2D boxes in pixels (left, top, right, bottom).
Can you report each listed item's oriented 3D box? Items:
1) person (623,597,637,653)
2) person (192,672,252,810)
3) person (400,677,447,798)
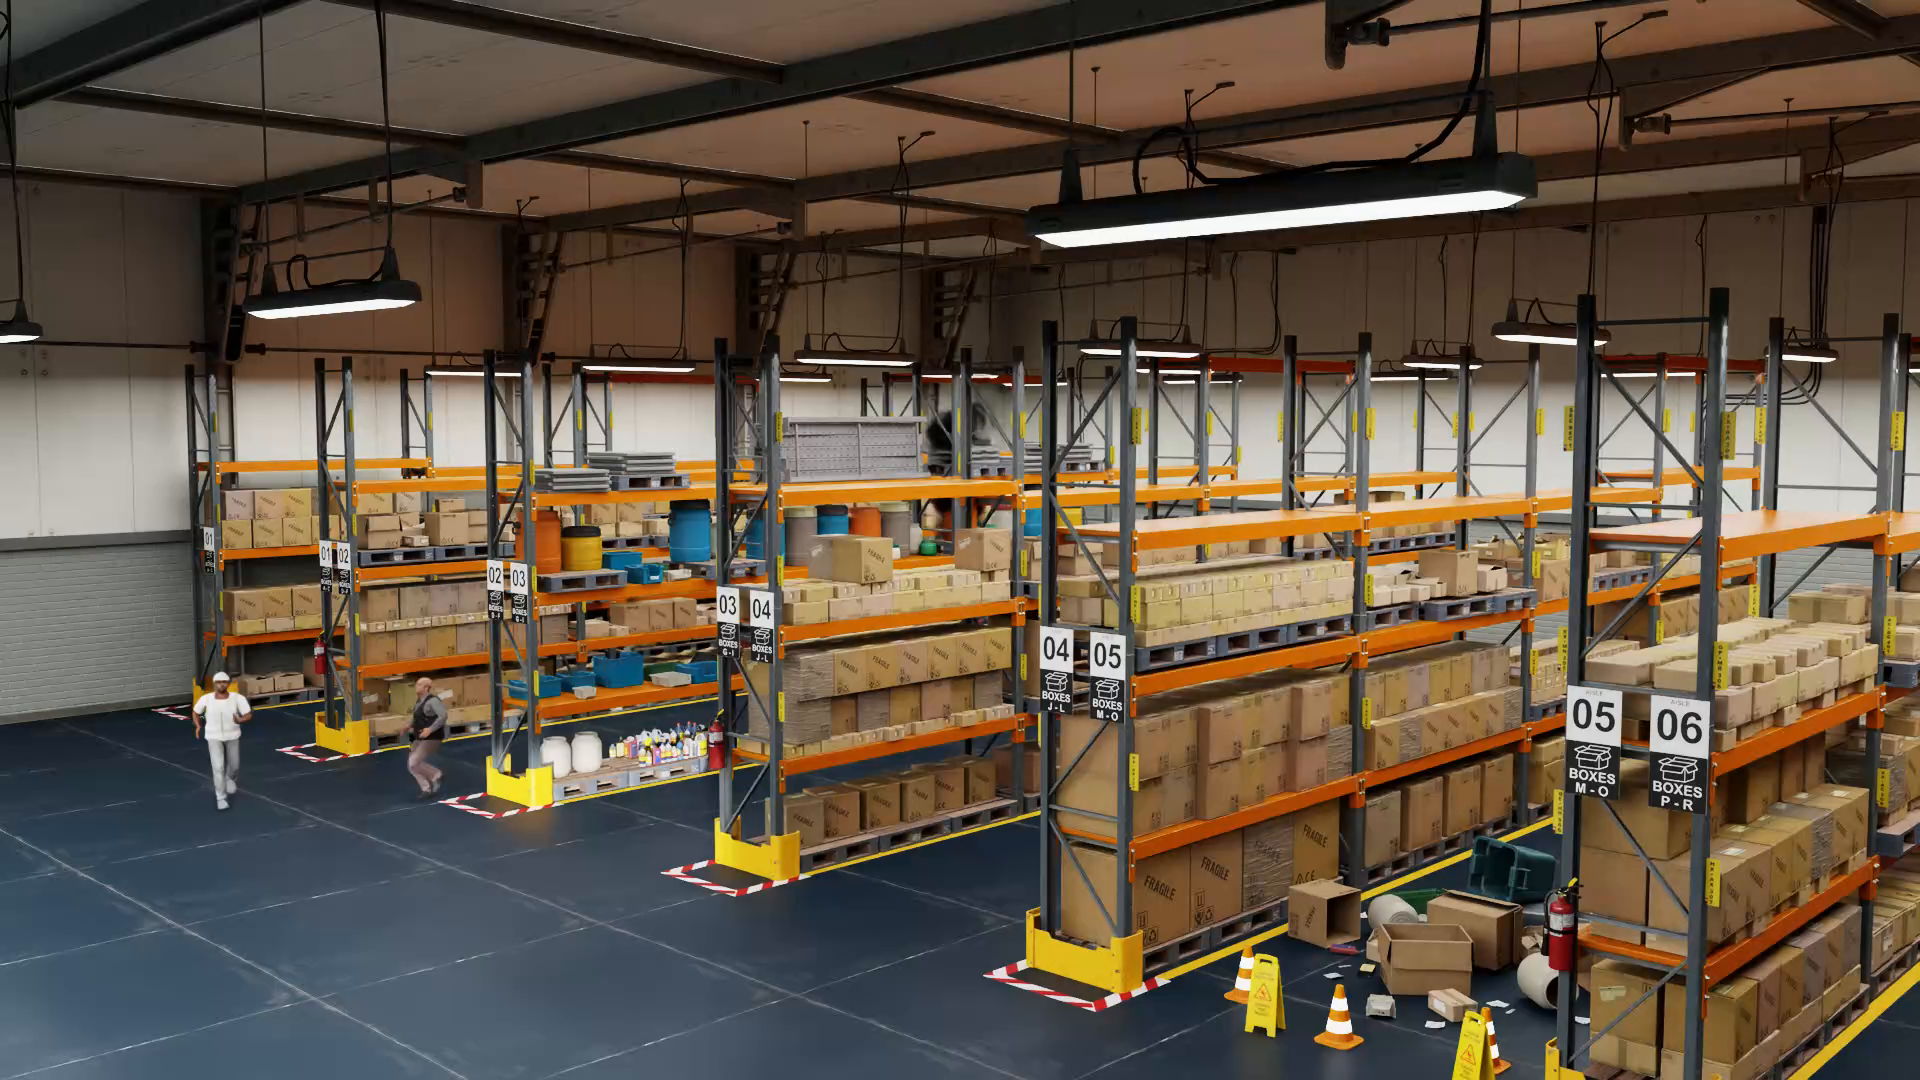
[{"bbox_3d":[-6.258,1.864,31.617,0.658,1.840,0.790,3,6,38],"label":"person"},{"bbox_3d":[-9.693,2.603,21.861,0.700,1.747,0.958,-2,5,-26],"label":"person"},{"bbox_3d":[-7.154,2.667,22.156,0.746,1.679,0.533,4,6,42],"label":"person"}]
